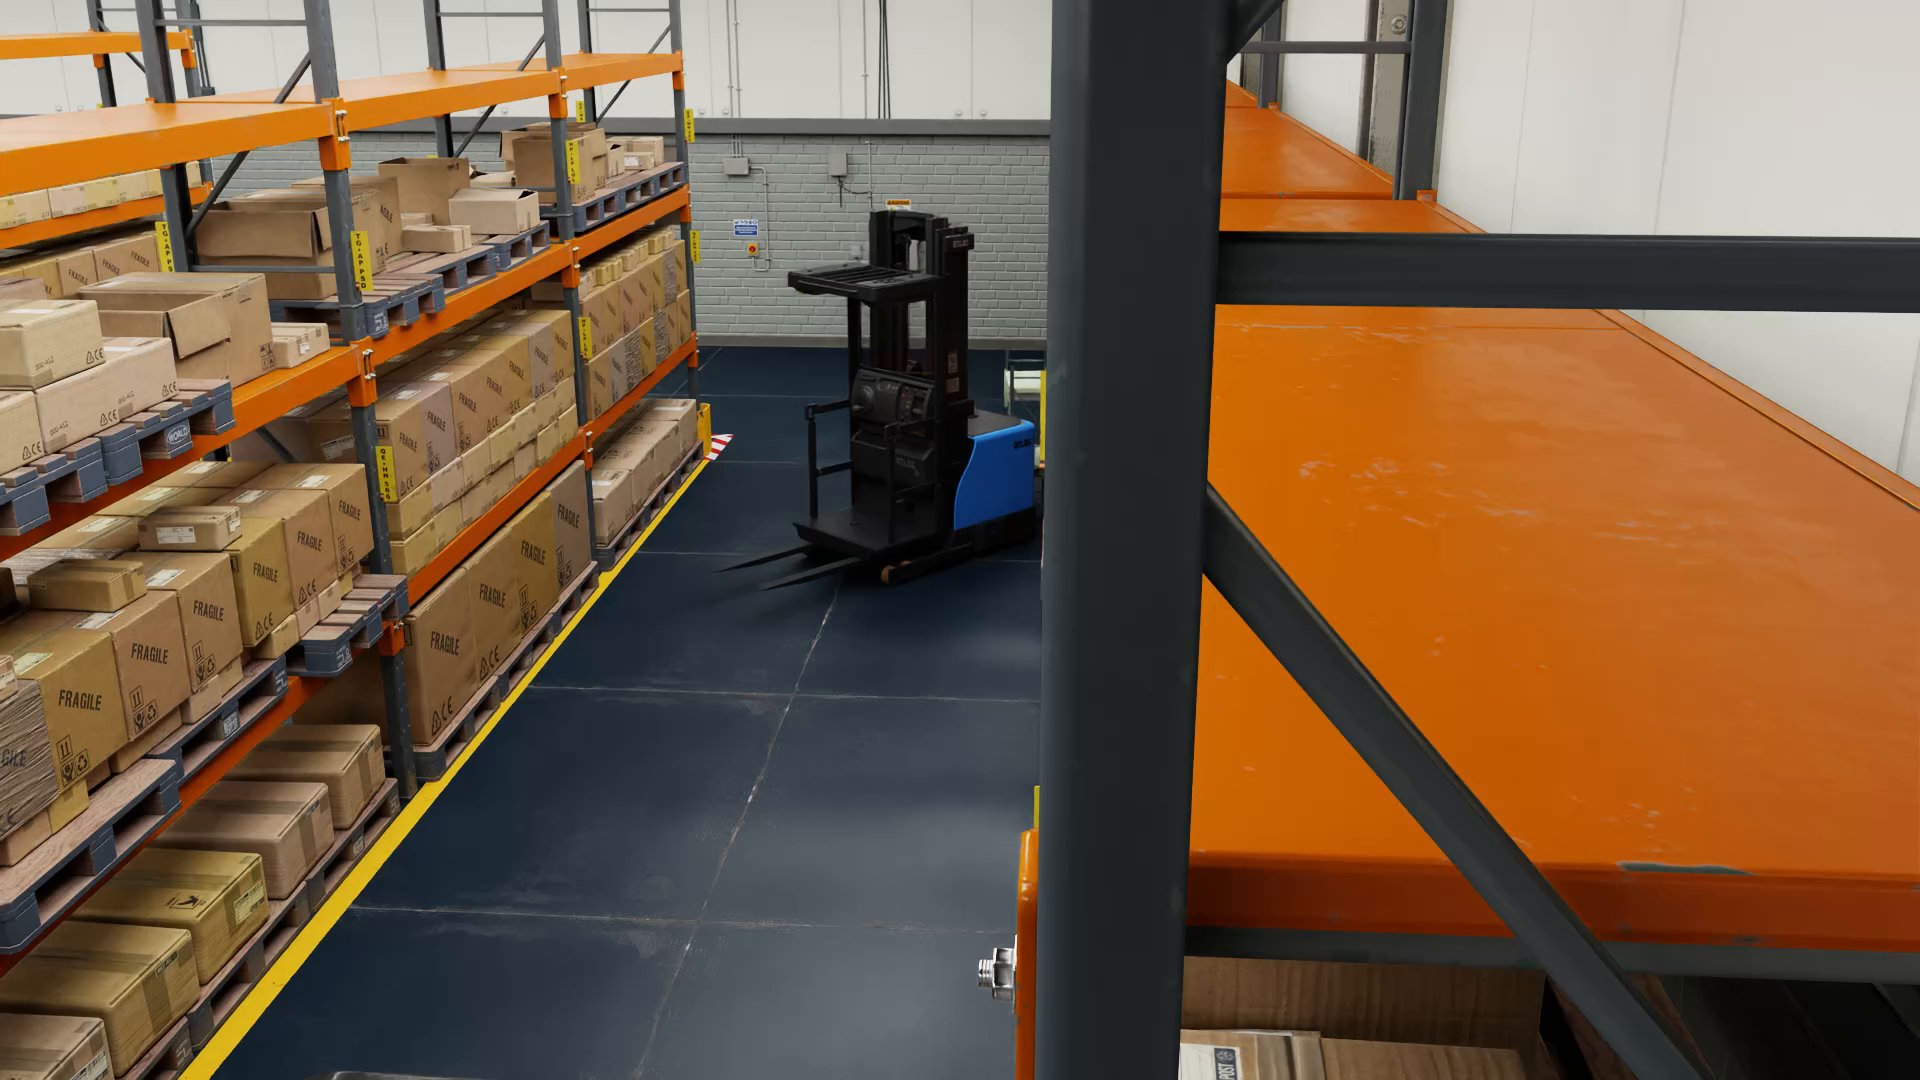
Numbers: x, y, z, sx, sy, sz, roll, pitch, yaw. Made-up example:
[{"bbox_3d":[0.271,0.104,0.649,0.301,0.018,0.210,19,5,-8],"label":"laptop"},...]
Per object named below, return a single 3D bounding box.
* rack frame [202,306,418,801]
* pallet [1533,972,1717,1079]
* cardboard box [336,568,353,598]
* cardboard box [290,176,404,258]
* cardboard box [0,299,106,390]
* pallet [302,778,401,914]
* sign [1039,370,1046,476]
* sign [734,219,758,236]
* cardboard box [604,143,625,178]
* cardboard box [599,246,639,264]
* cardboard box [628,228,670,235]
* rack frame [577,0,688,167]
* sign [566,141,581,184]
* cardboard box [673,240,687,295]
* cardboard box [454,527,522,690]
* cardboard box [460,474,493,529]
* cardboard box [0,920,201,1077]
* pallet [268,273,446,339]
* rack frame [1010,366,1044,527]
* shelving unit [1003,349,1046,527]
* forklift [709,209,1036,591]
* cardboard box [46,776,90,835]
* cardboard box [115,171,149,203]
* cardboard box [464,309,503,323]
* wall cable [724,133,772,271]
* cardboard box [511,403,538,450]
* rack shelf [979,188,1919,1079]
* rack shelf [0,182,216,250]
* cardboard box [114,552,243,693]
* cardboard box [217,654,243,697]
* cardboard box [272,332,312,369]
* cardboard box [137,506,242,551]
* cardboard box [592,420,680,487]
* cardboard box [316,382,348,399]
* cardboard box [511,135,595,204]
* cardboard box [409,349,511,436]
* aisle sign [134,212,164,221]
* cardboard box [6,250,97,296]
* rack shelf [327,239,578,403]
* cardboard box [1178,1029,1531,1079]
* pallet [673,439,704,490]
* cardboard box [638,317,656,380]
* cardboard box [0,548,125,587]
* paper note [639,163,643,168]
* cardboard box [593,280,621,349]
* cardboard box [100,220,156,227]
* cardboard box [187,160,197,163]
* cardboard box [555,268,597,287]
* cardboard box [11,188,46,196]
[{"bbox_3d":[-3.830,0.126,9.720,1.000,3.000,0.127,1,18,4],"label":"rack frame"},{"bbox_3d":[0.709,0.738,3.177,1.003,0.211,1.213,1,18,4],"label":"pallet"},{"bbox_3d":[-3.566,0.238,9.108,0.380,0.149,0.250,2,18,5],"label":"cardboard box"},{"bbox_3d":[-3.993,-2.100,10.862,0.500,0.500,0.500,1,18,4],"label":"cardboard box"},{"bbox_3d":[-3.650,-0.750,6.341,0.500,0.250,0.500,1,18,3],"label":"cardboard box"},{"bbox_3d":[-3.888,1.694,9.414,1.003,0.211,1.213,1,18,4],"label":"pallet"},{"bbox_3d":[0.292,-0.351,5.025,0.100,0.325,0.005,1,18,4],"label":"sign"},{"bbox_3d":[-2.920,-4.259,22.668,0.327,0.218,0.001,1,18,4],"label":"sign"},{"bbox_3d":[-3.414,-3.525,15.353,0.500,0.311,0.500,2,18,5],"label":"cardboard box"},{"bbox_3d":[-3.157,-2.595,15.216,0.380,0.149,0.250,2,18,6],"label":"cardboard box"},{"bbox_3d":[-3.077,-2.994,16.434,0.380,0.149,0.250,2,18,5],"label":"cardboard box"},{"bbox_3d":[-3.257,-5.209,16.369,1.000,3.000,0.127,1,18,4],"label":"rack frame"},{"bbox_3d":[-3.002,-2.927,12.887,0.100,0.325,0.005,1,18,4],"label":"sign"},{"bbox_3d":[-3.054,-2.726,16.658,0.500,0.500,0.500,2,18,6],"label":"cardboard box"},{"bbox_3d":[-3.630,0.447,11.480,0.875,0.875,0.875,2,18,5],"label":"cardboard box"},{"bbox_3d":[-3.482,-0.271,11.175,0.500,0.250,0.500,2,18,6],"label":"cardboard box"},{"bbox_3d":[-4.034,2.032,7.451,0.950,0.372,0.625,2,18,7],"label":"cardboard box"},{"bbox_3d":[-3.837,-1.410,9.896,1.213,0.211,1.003,2,18,6],"label":"pallet"},{"bbox_3d":[0.647,-0.839,15.073,0.400,1.500,0.023,0,18,-2],"label":"rack frame"},{"bbox_3d":[0.635,-0.953,15.420,0.431,1.500,0.755,0,18,-2],"label":"shelving unit"},{"bbox_3d":[-0.723,-1.195,13.863,3.031,2.935,1.130,-17,25,-42],"label":"forklift"},{"bbox_3d":[-3.736,1.047,6.641,0.380,0.149,0.250,2,18,5],"label":"cardboard box"},{"bbox_3d":[-8.048,-3.332,15.698,0.500,0.250,0.500,2,18,6],"label":"cardboard box"},{"bbox_3d":[-3.862,-1.508,12.943,0.500,0.500,0.500,1,18,5],"label":"cardboard box"},{"bbox_3d":[-2.876,-4.608,22.486,0.585,1.953,0.123,1,18,4],"label":"wall cable"},{"bbox_3d":[-3.392,-0.823,12.057,0.500,0.250,0.500,2,18,5],"label":"cardboard box"},{"bbox_3d":[0.691,-0.219,2.939,1.077,0.370,4.000,1,18,4],"label":"rack shelf"},{"bbox_3d":[-8.345,-2.900,15.293,1.077,0.370,4.000,1,18,4],"label":"rack shelf"},{"bbox_3d":[-3.687,0.372,7.656,0.500,0.500,0.500,1,18,2],"label":"cardboard box"},{"bbox_3d":[-3.651,0.636,7.893,0.380,0.149,0.250,1,18,2],"label":"cardboard box"},{"bbox_3d":[-3.653,-1.000,8.743,0.380,0.149,0.250,1,18,4],"label":"cardboard box"},{"bbox_3d":[-3.666,-0.056,7.922,0.380,0.149,0.250,0,18,1],"label":"cardboard box"},{"bbox_3d":[-3.262,-0.849,16.136,0.875,0.438,0.875,2,18,5],"label":"cardboard box"},{"bbox_3d":[-4.026,-0.722,10.544,0.500,0.500,0.500,2,18,5],"label":"cardboard box"},{"bbox_3d":[-3.292,-3.014,13.491,0.500,0.500,0.500,2,18,5],"label":"cardboard box"},{"bbox_3d":[-3.433,-1.015,11.438,0.500,0.500,0.500,2,18,5],"label":"cardboard box"},{"bbox_3d":[-8.495,-3.702,17.229,0.394,0.787,0.004,1,18,4],"label":"aisle sign"},{"bbox_3d":[-8.124,-2.311,14.914,0.500,0.500,0.500,2,18,5],"label":"cardboard box"},{"bbox_3d":[-3.687,-1.578,11.261,1.077,0.370,4.000,1,18,4],"label":"rack shelf"},{"bbox_3d":[0.336,0.858,1.675,0.500,0.500,0.500,2,18,6],"label":"cardboard box"},{"bbox_3d":[-3.236,-0.783,16.974,1.003,0.211,1.213,1,18,4],"label":"pallet"},{"bbox_3d":[-3.130,-1.774,15.359,0.500,0.500,0.500,2,18,6],"label":"cardboard box"},{"bbox_3d":[-4.199,0.355,7.710,0.500,0.500,0.500,1,18,2],"label":"cardboard box"},{"bbox_3d":[-2.827,-3.320,14.739,0.006,0.032,0.123,1,18,4],"label":"paper note"},{"bbox_3d":[-3.225,-1.938,14.253,0.500,0.500,0.500,1,18,3],"label":"cardboard box"},{"bbox_3d":[-8.498,-2.968,16.919,0.500,0.500,0.500,1,18,4],"label":"cardboard box"},{"bbox_3d":[-7.981,-3.880,16.569,0.500,0.250,0.500,1,18,2],"label":"cardboard box"},{"bbox_3d":[-3.283,-2.199,14.010,0.380,0.149,0.250,1,18,3],"label":"cardboard box"},{"bbox_3d":[-8.174,-3.086,14.143,0.500,0.250,0.500,1,18,4],"label":"cardboard box"}]
